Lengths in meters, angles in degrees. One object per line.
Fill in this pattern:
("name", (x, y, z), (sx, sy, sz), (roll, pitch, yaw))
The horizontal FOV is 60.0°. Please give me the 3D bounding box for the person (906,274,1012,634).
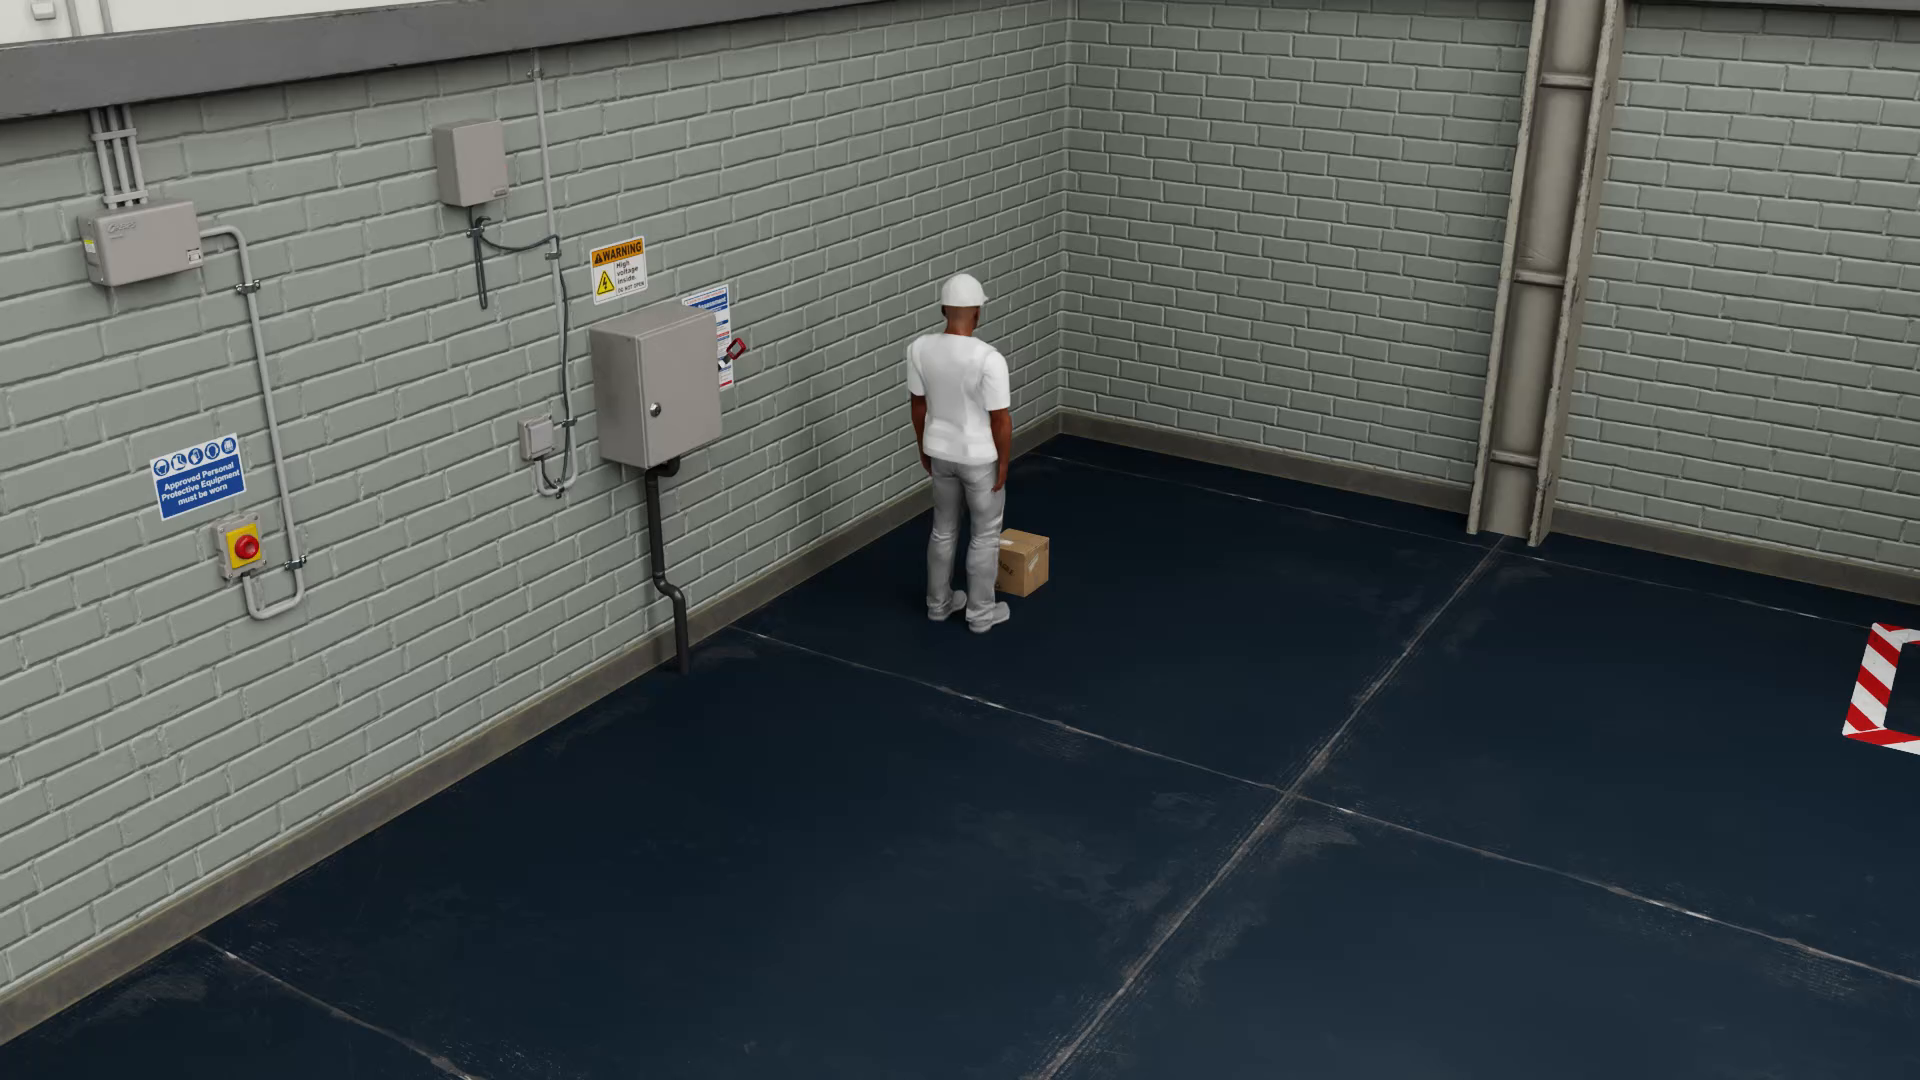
("person", (0.014, -0.421, 8.058), (0.565, 1.763, 0.361), (14, 27, 30))
